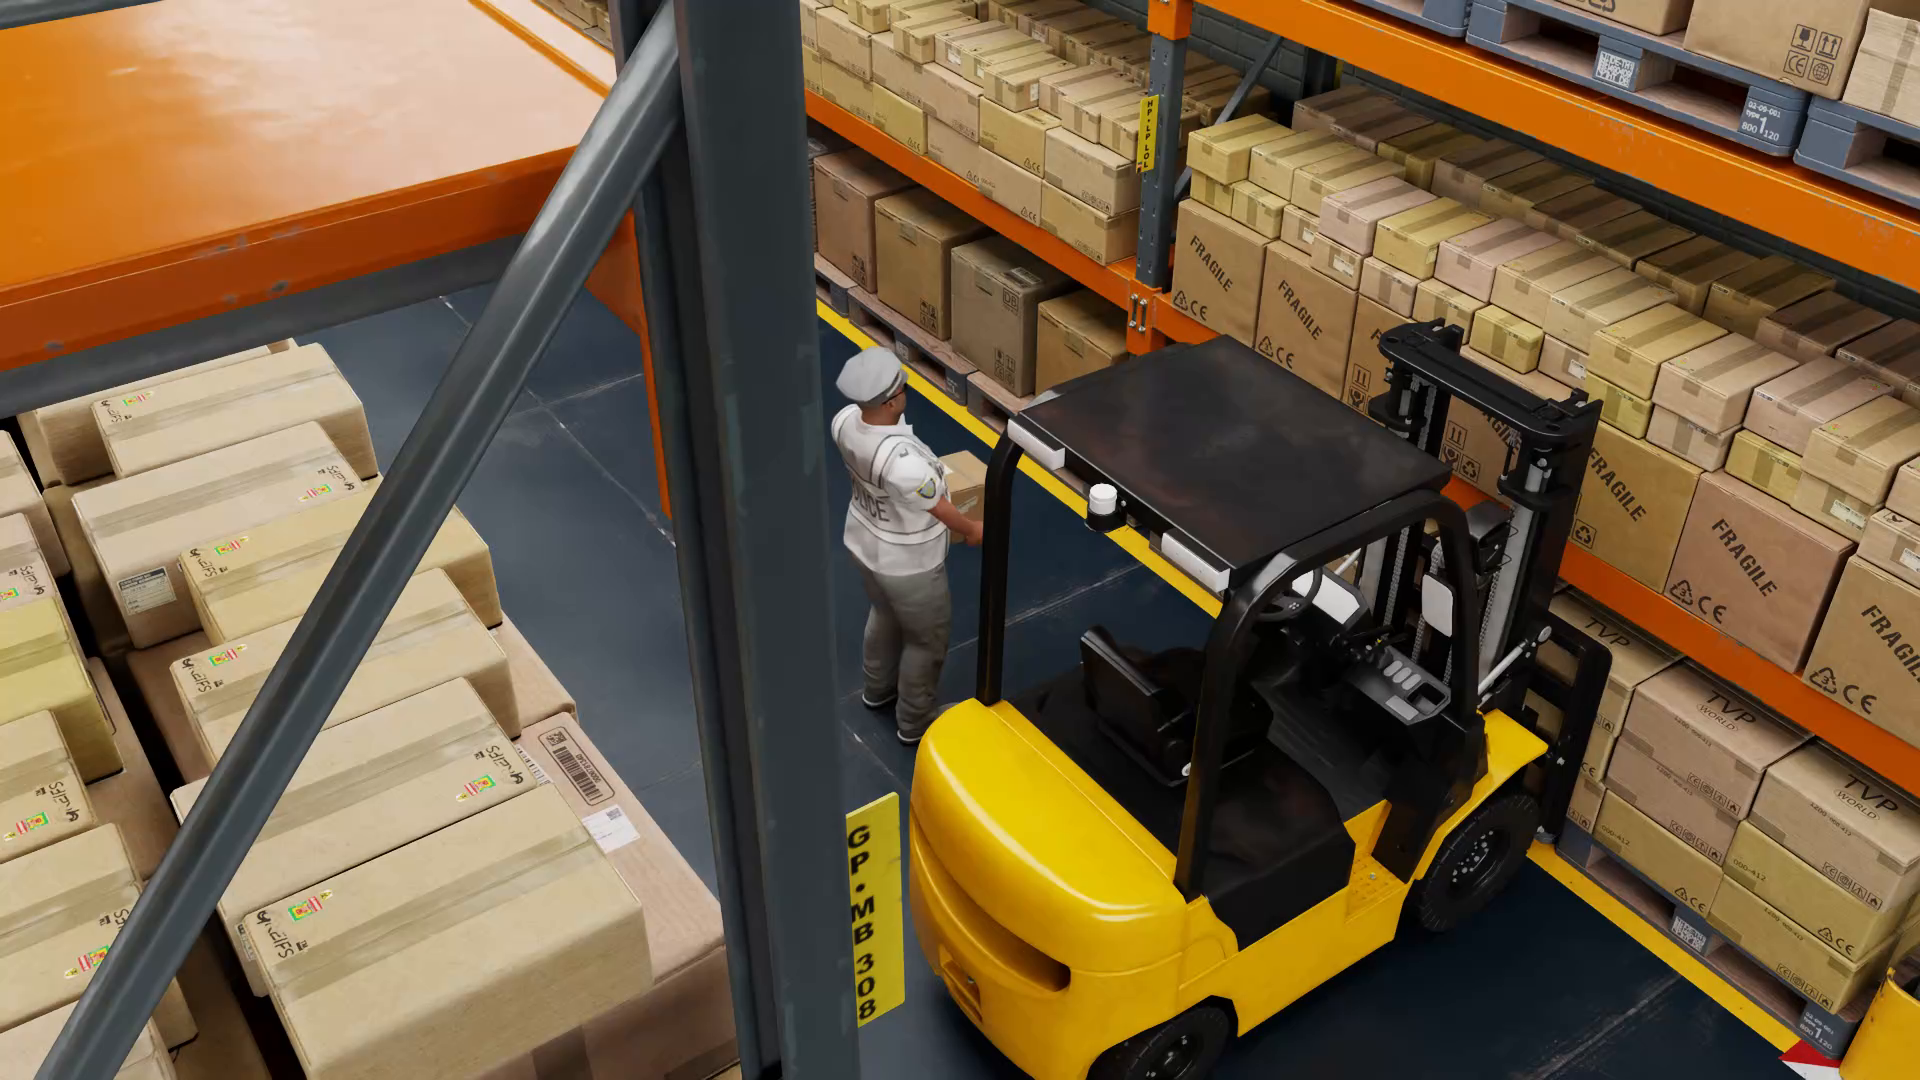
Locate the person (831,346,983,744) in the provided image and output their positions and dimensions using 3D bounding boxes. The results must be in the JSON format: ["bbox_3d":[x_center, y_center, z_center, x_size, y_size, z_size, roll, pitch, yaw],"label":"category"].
[{"bbox_3d":[-0.181,-0.007,6.639,0.573,1.762,0.493,-22,42,-27],"label":"person"}]
